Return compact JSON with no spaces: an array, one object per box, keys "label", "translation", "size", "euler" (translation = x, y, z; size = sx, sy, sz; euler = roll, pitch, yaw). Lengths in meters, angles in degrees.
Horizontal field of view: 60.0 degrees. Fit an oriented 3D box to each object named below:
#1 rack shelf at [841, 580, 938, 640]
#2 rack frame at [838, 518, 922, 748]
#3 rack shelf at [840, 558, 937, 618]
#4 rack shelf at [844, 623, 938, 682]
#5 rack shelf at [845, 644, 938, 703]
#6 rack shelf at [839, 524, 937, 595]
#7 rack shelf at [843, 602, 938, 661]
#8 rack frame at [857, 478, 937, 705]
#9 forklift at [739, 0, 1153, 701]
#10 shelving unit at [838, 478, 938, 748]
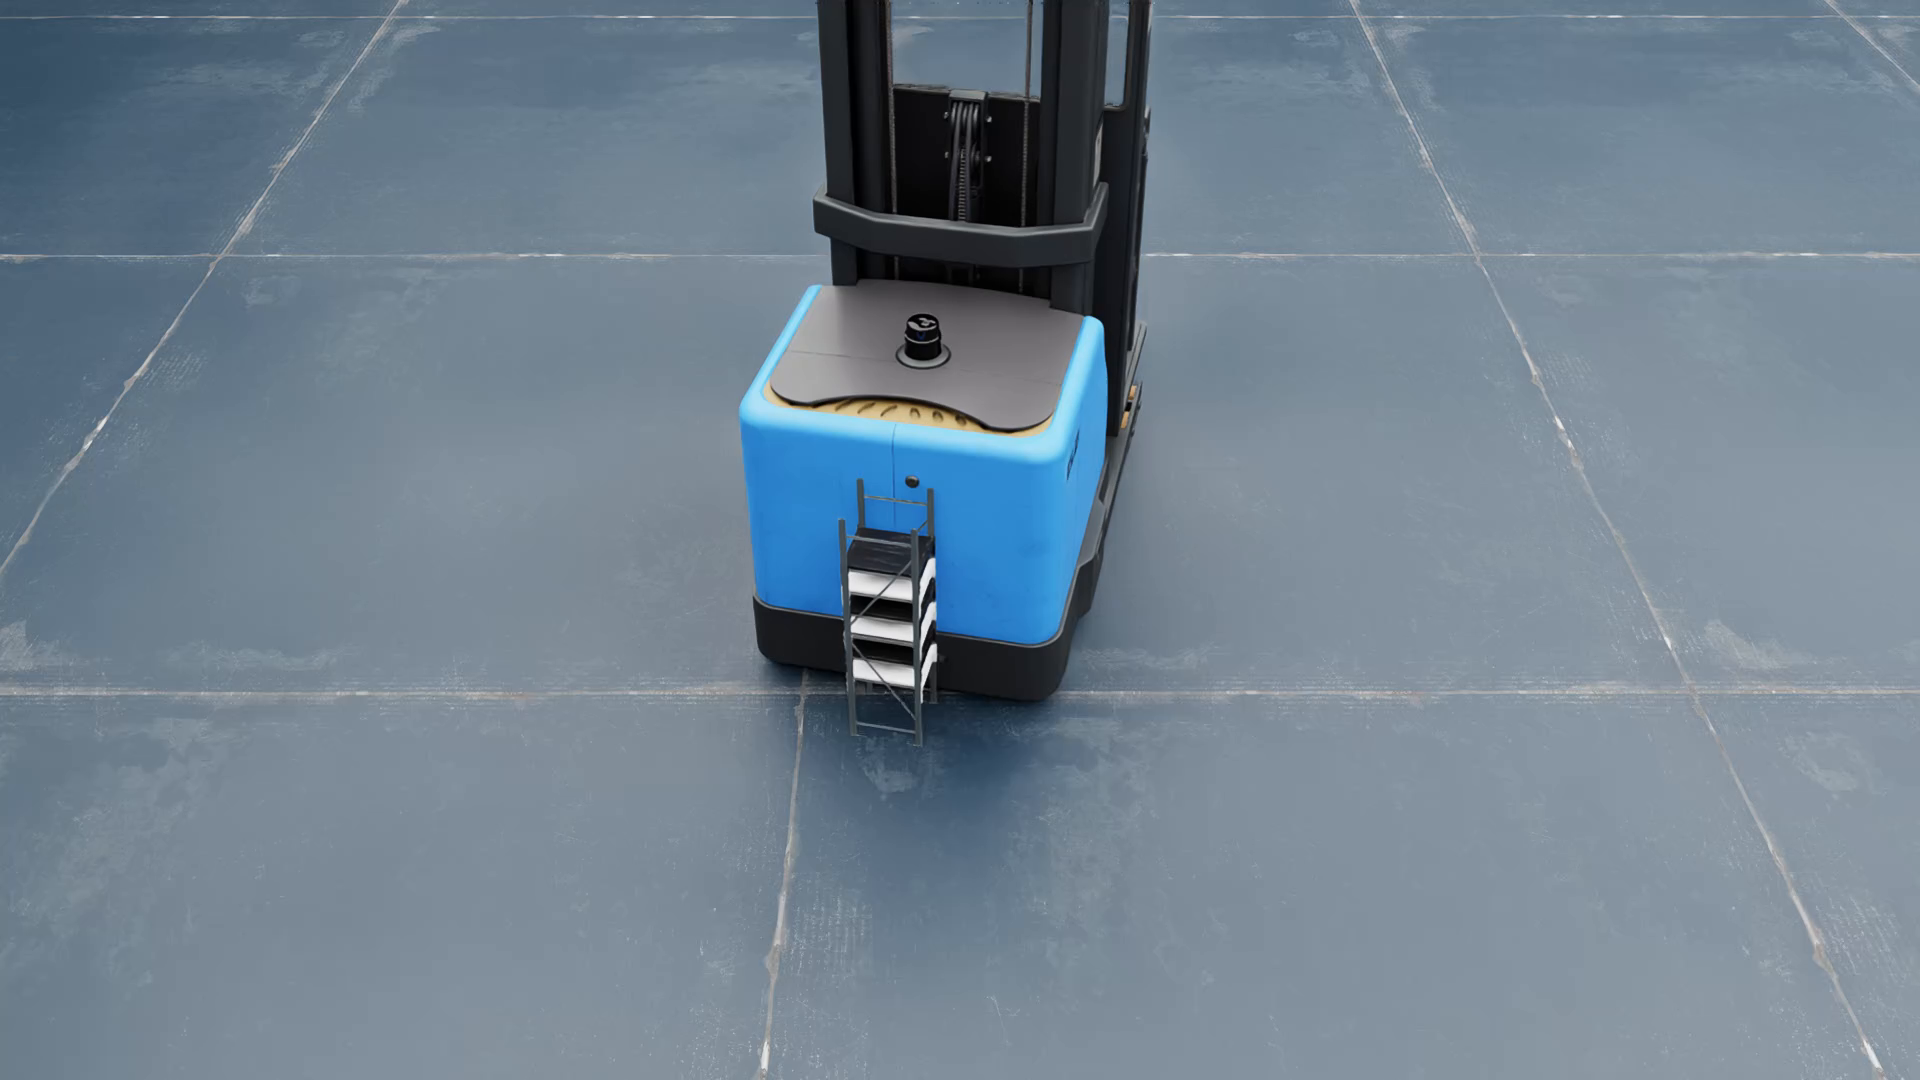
[{"label":"rack shelf","translation":[-0.218,0.199,5.191],"size":[0.258,0.077,0.200],"euler":[8,39,10]},{"label":"rack frame","translation":[-0.241,0.306,5.149],"size":[0.240,0.900,0.006],"euler":[8,39,10]},{"label":"rack shelf","translation":[-0.218,0.129,5.135],"size":[0.258,0.077,0.200],"euler":[8,39,10]},{"label":"rack shelf","translation":[-0.218,0.340,5.304],"size":[0.258,0.077,0.200],"euler":[8,39,10]},{"label":"rack shelf","translation":[-0.218,0.410,5.360],"size":[0.258,0.077,0.200],"euler":[8,39,10]},{"label":"rack shelf","translation":[-0.218,0.059,5.078],"size":[0.258,0.077,0.200],"euler":[8,39,10]},{"label":"rack shelf","translation":[-0.218,0.270,5.247],"size":[0.258,0.077,0.200],"euler":[8,39,10]},{"label":"rack frame","translation":[-0.196,0.182,5.304],"size":[0.240,0.900,0.006],"euler":[8,39,10]},{"label":"forklift","translation":[0.131,-1.540,5.828],"size":[1.130,2.935,3.031],"euler":[8,39,10]},{"label":"shelving unit","translation":[-0.218,0.244,5.226],"size":[0.258,0.900,0.210],"euler":[8,39,10]}]
